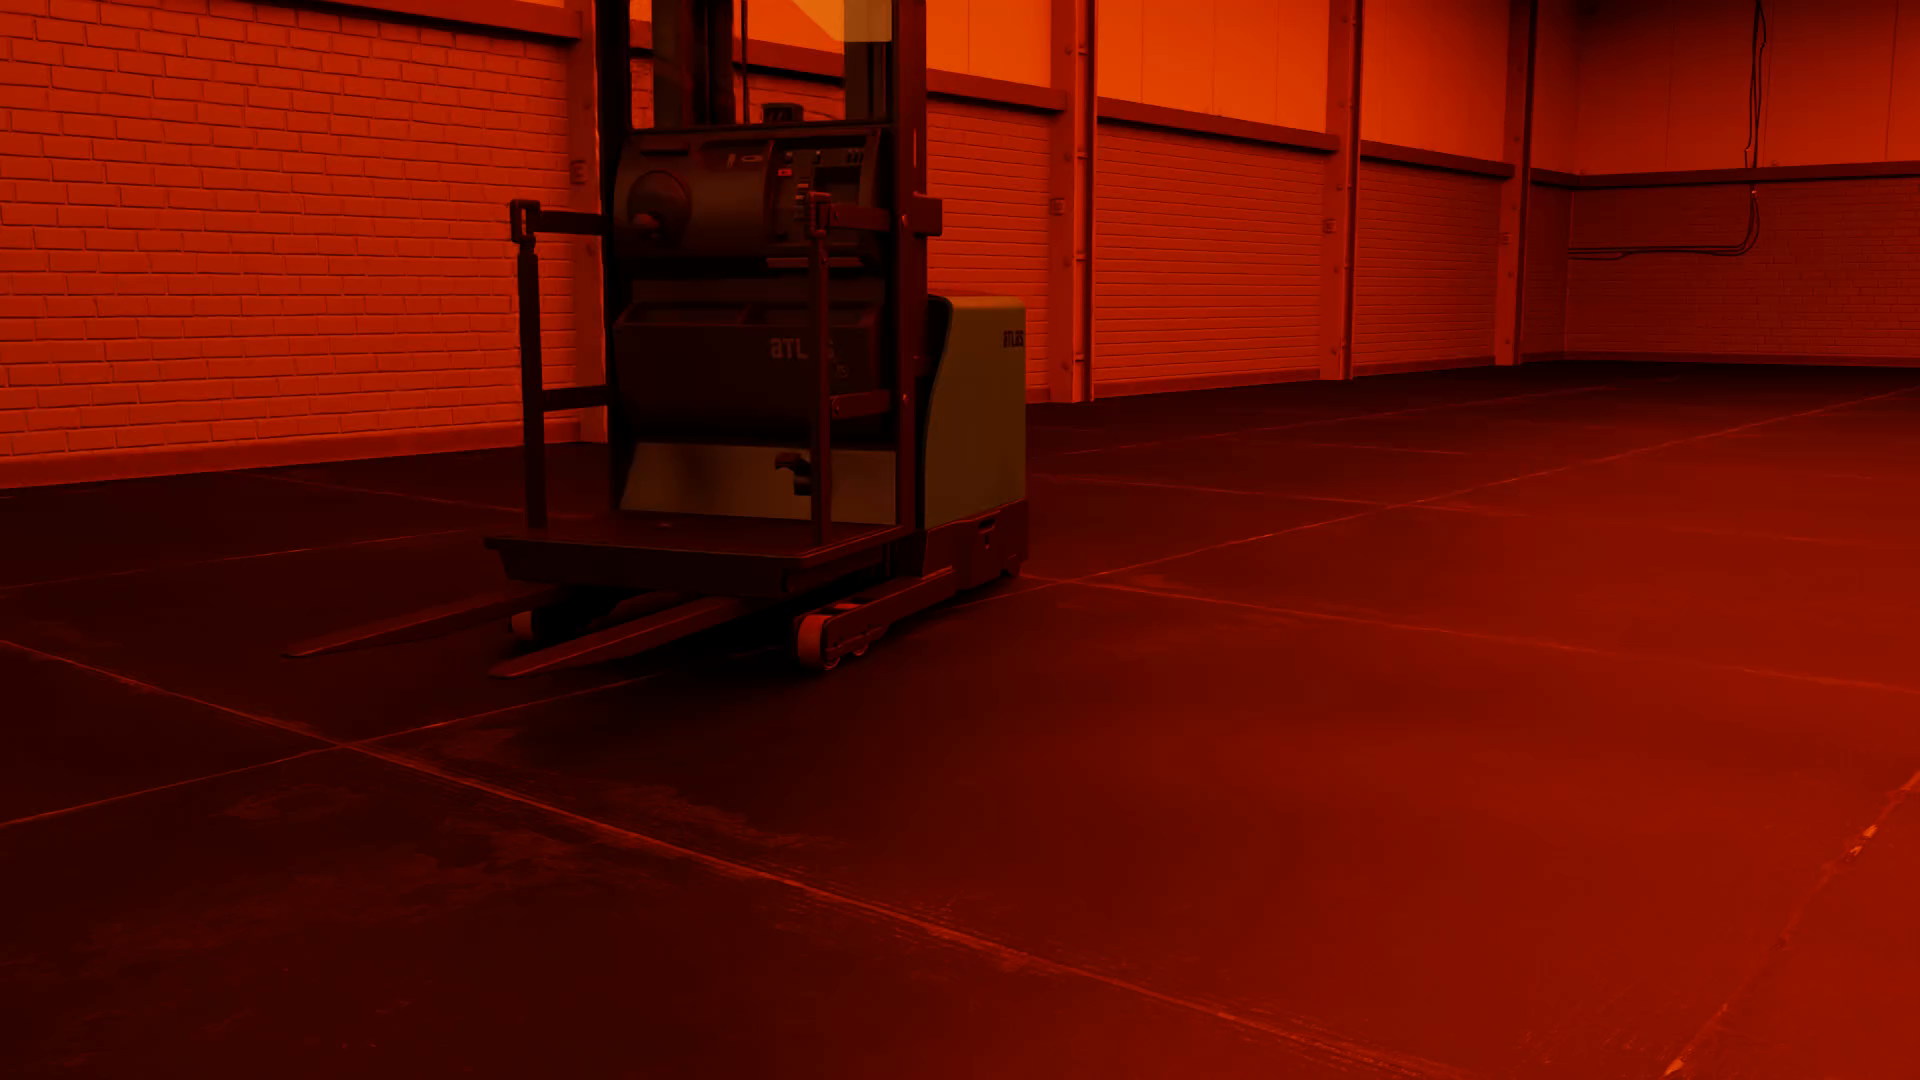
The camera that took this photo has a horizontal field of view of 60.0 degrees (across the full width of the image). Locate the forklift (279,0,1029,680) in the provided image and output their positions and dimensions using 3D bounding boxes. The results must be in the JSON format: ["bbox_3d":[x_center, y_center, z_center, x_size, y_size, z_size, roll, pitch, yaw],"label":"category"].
[{"bbox_3d":[-0.760,-1.141,5.081,1.130,2.935,3.031,3,9,22],"label":"forklift"}]
